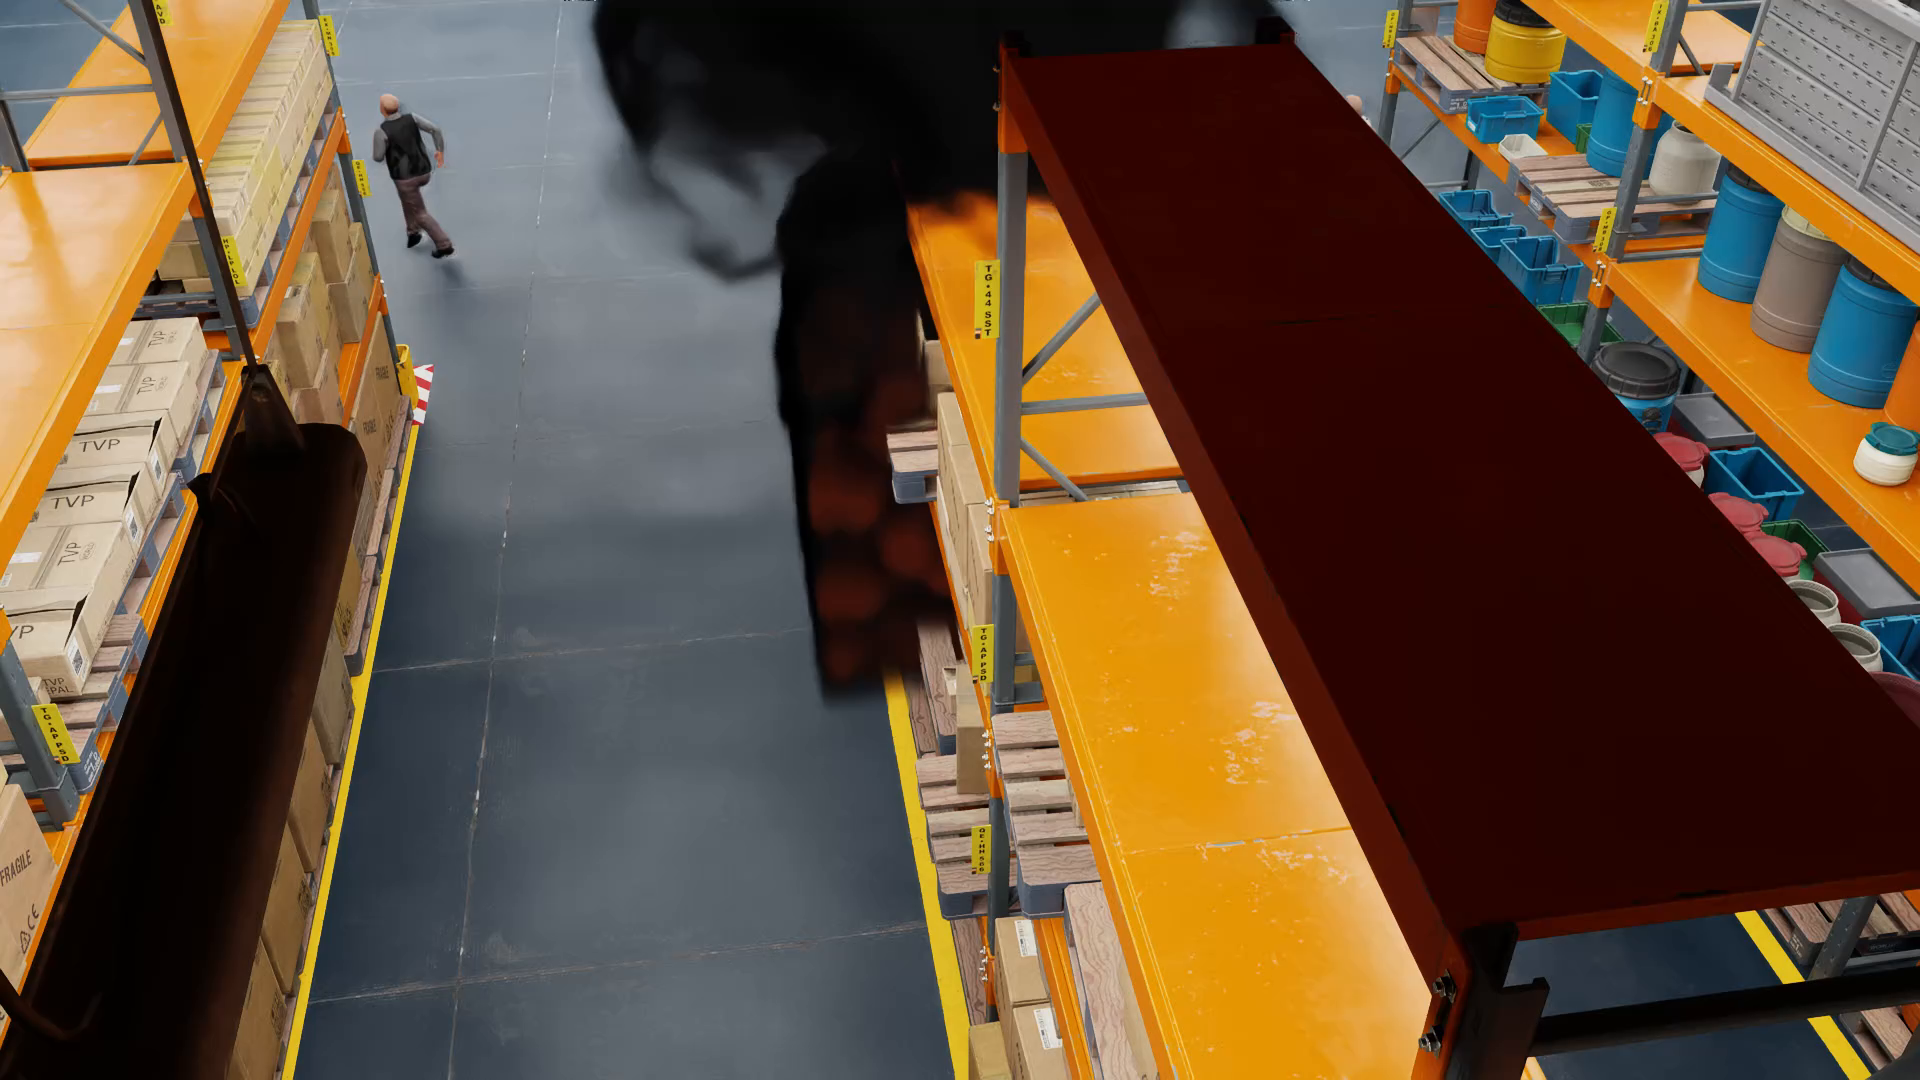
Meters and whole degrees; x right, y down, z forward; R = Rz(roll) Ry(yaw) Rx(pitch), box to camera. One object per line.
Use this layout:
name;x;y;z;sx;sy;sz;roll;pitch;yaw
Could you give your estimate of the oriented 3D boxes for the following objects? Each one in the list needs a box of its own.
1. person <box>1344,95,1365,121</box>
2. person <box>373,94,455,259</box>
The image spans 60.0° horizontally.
person;3.861;-3.753;17.111;0.654;1.731;0.749;17;40;22
person;-5.608;-3.700;17.056;0.849;1.761;0.679;23;42;28
